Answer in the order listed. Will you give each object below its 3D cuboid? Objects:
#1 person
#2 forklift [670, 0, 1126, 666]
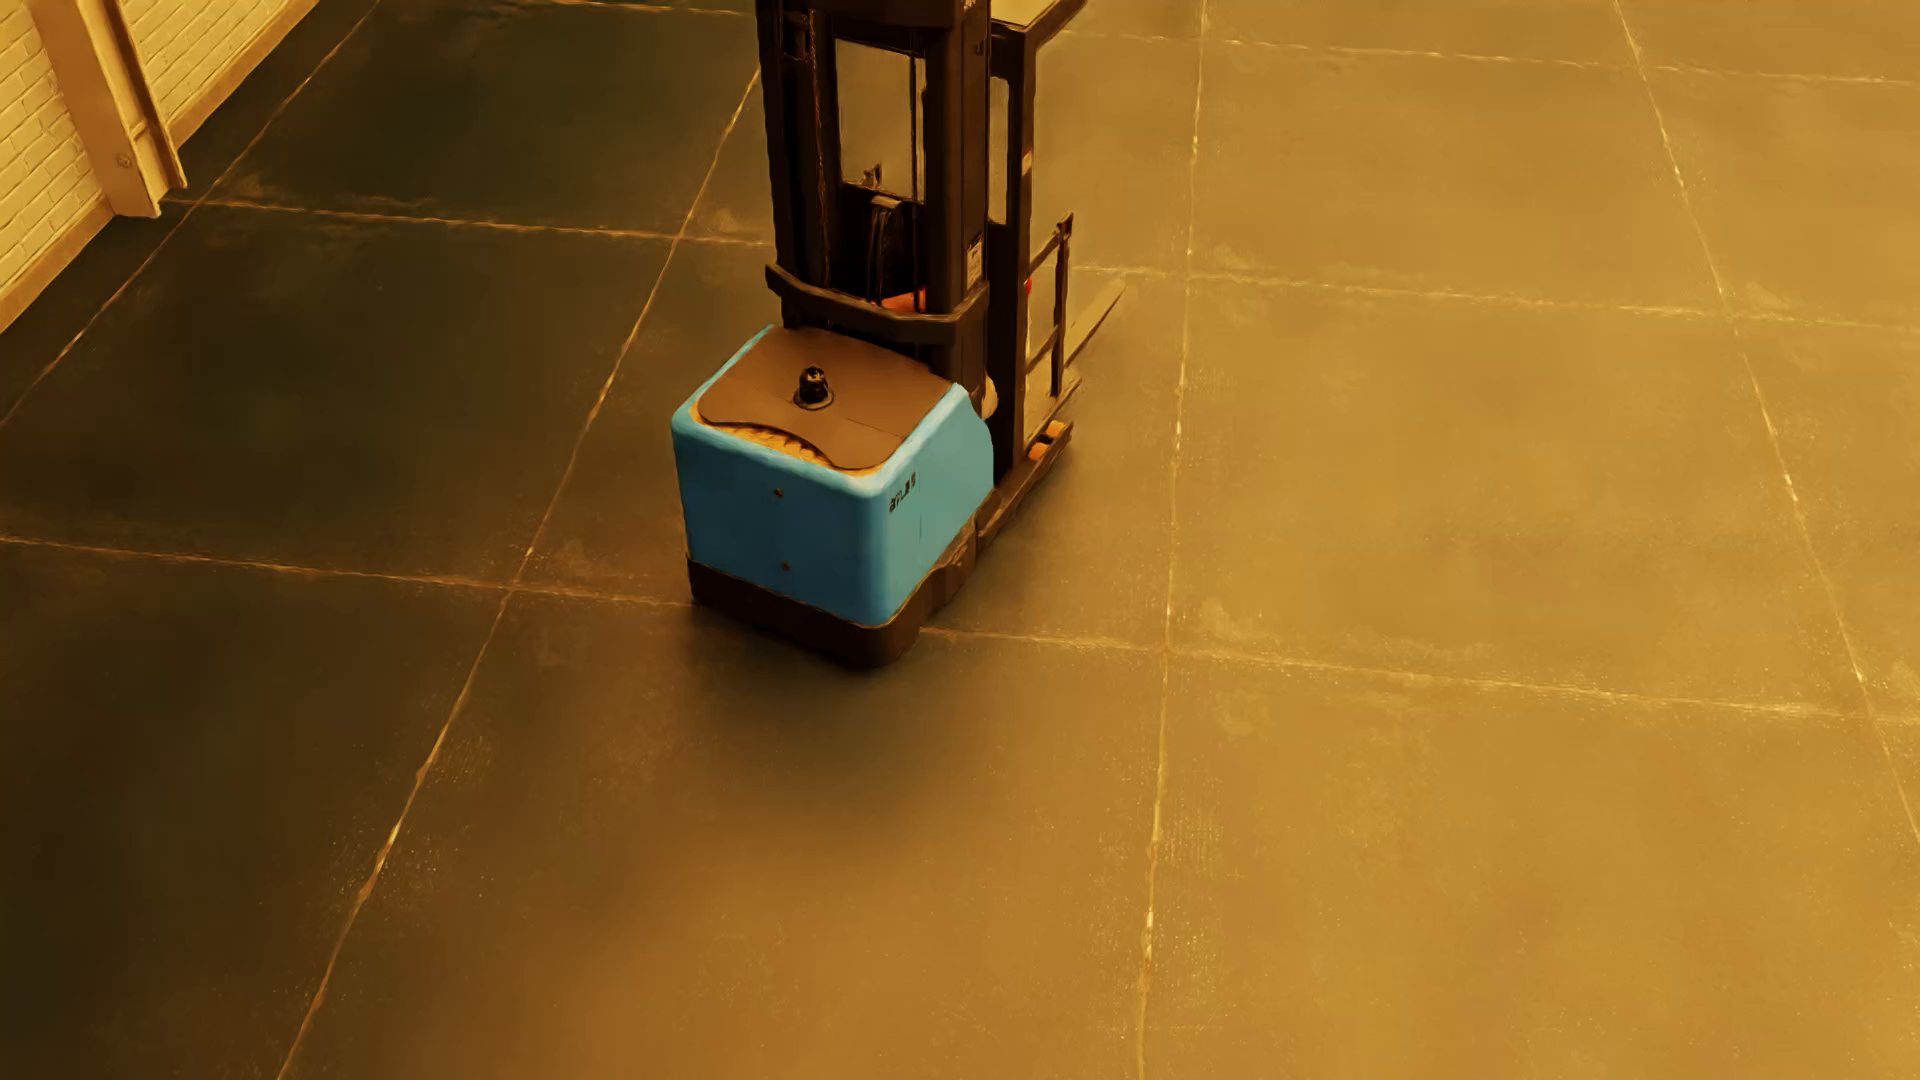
[{"bbox_3d":[-0.037,-0.842,7.757,1.338,1.391,0.808,-29,50,-28],"label":"person"},{"bbox_3d":[-0.090,-1.526,7.385,1.130,2.935,3.031,19,46,20],"label":"forklift"}]
